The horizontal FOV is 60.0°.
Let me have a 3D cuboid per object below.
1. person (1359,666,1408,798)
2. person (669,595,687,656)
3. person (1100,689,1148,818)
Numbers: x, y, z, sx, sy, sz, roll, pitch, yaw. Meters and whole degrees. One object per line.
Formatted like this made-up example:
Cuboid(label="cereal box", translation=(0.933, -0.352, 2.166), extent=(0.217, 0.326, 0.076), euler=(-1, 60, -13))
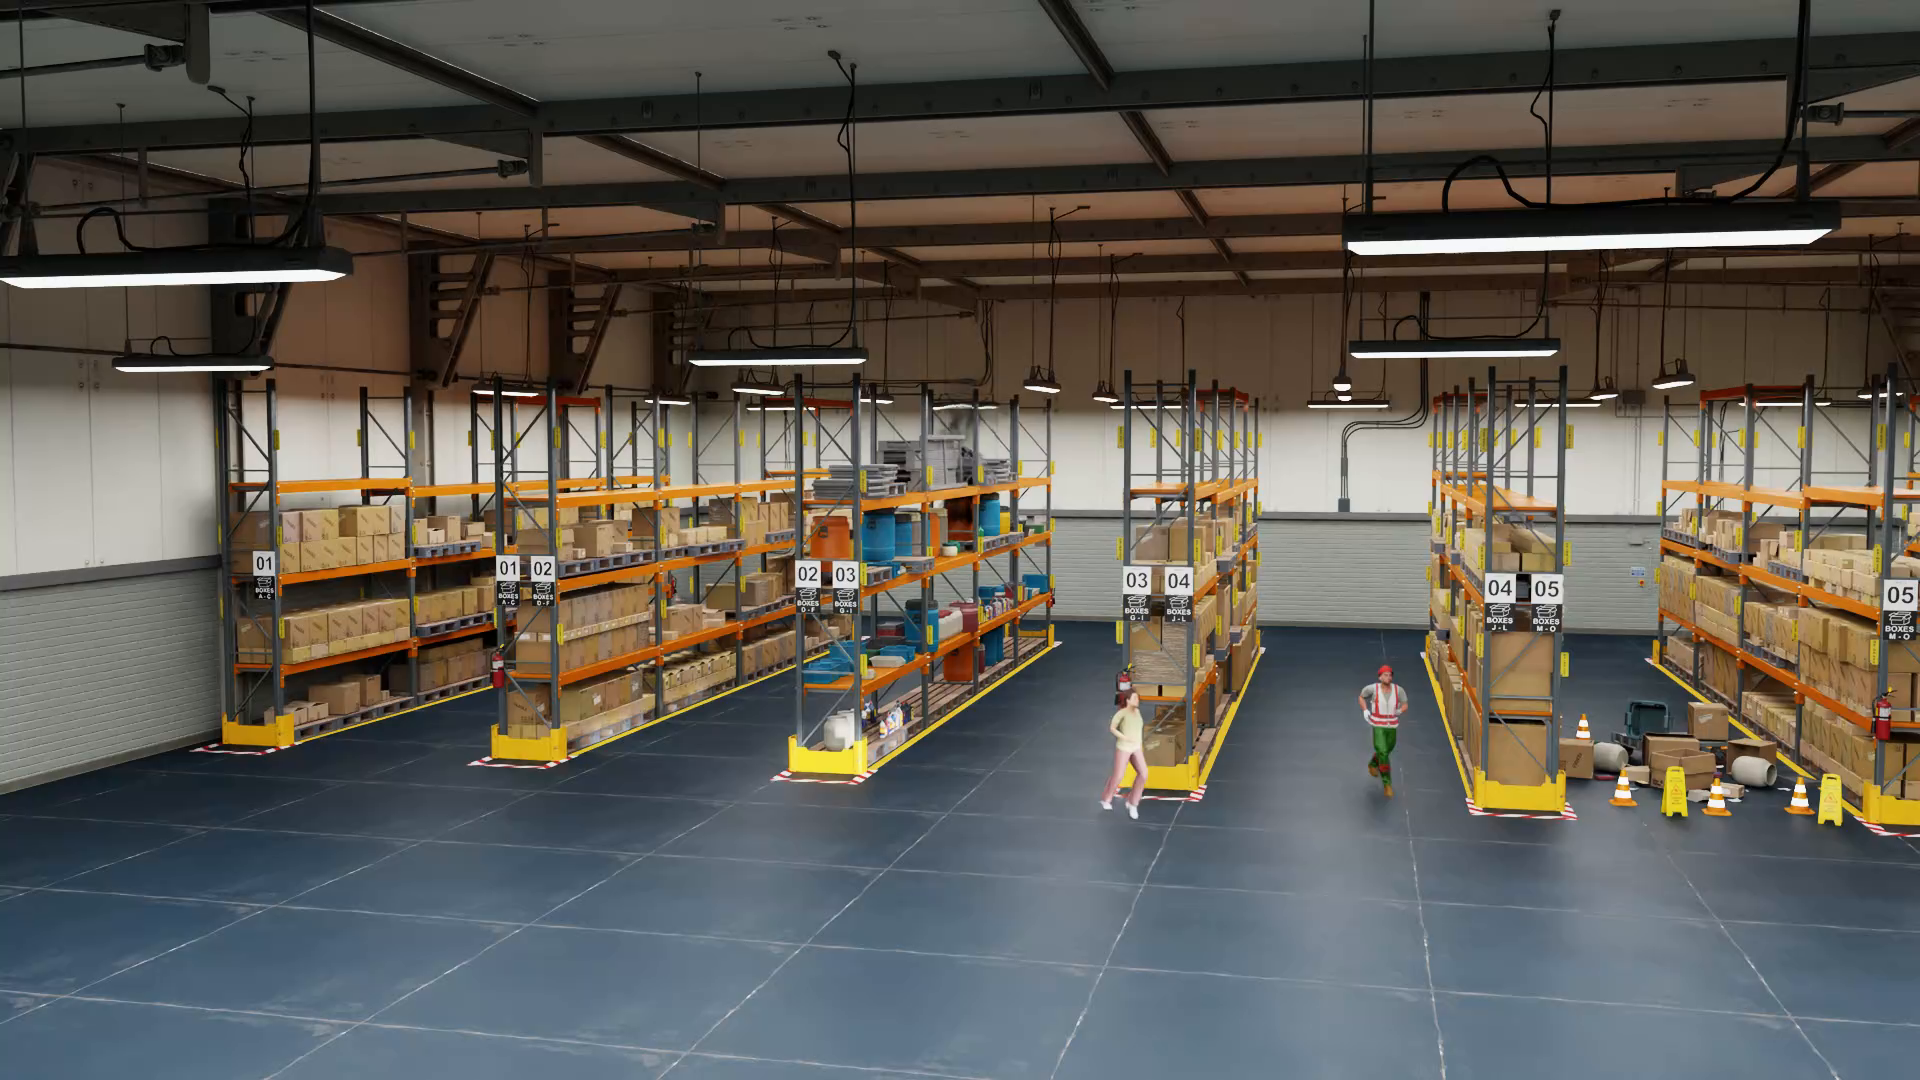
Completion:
Cuboid(label="person", translation=(6.080, 2.690, 23.782), extent=(0.621, 1.815, 1.102), euler=(-1, 3, -10))
Cuboid(label="person", translation=(-6.028, 2.029, 35.632), extent=(0.536, 1.728, 0.806), euler=(1, 3, 9))
Cuboid(label="person", translation=(2.248, 2.886, 22.331), extent=(0.625, 1.586, 0.698), euler=(-2, 4, -33))
